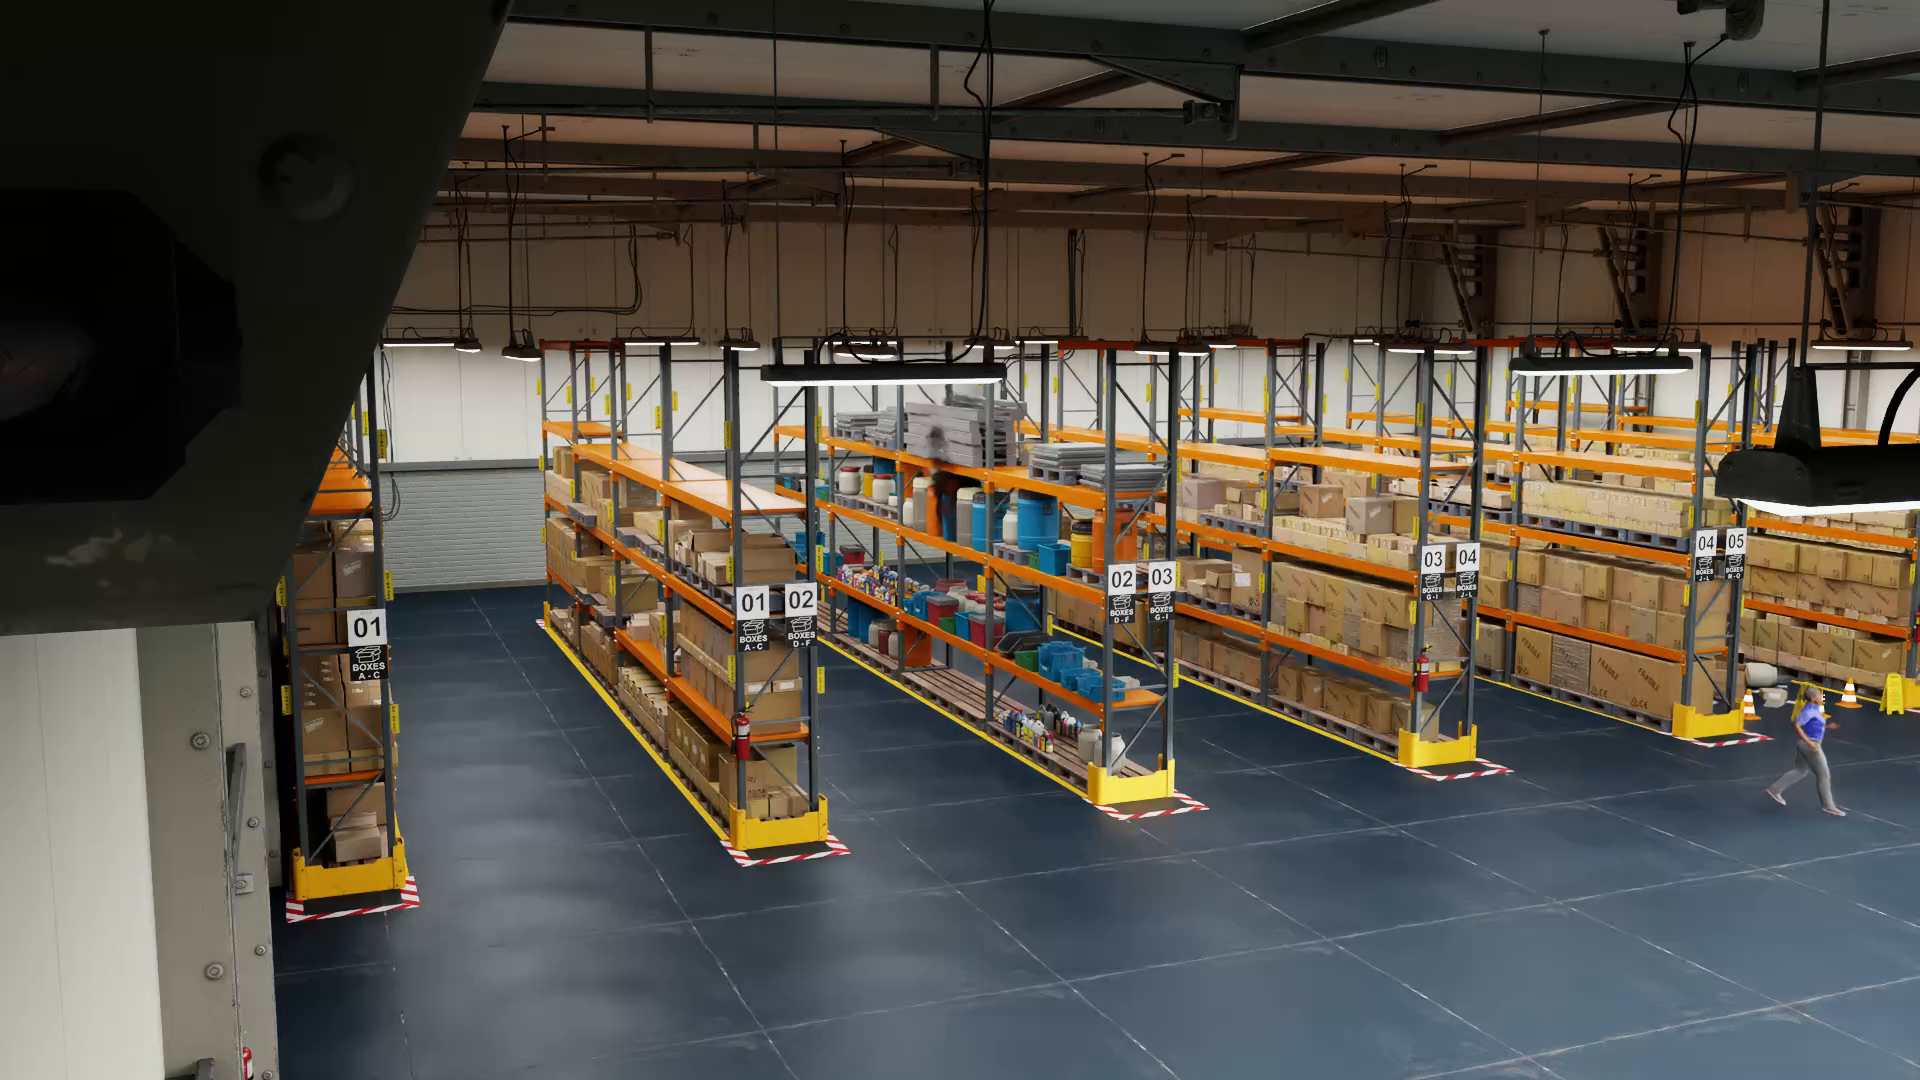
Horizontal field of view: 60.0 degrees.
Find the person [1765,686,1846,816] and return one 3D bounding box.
[{"bbox_3d":[10.972,2.704,21.485,0.936,1.651,0.572,2,8,17],"label":"person"}]

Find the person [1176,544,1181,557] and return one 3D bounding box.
[{"bbox_3d":[4.536,0.946,35.040,0.523,1.755,0.620,-4,8,-29],"label":"person"}]
